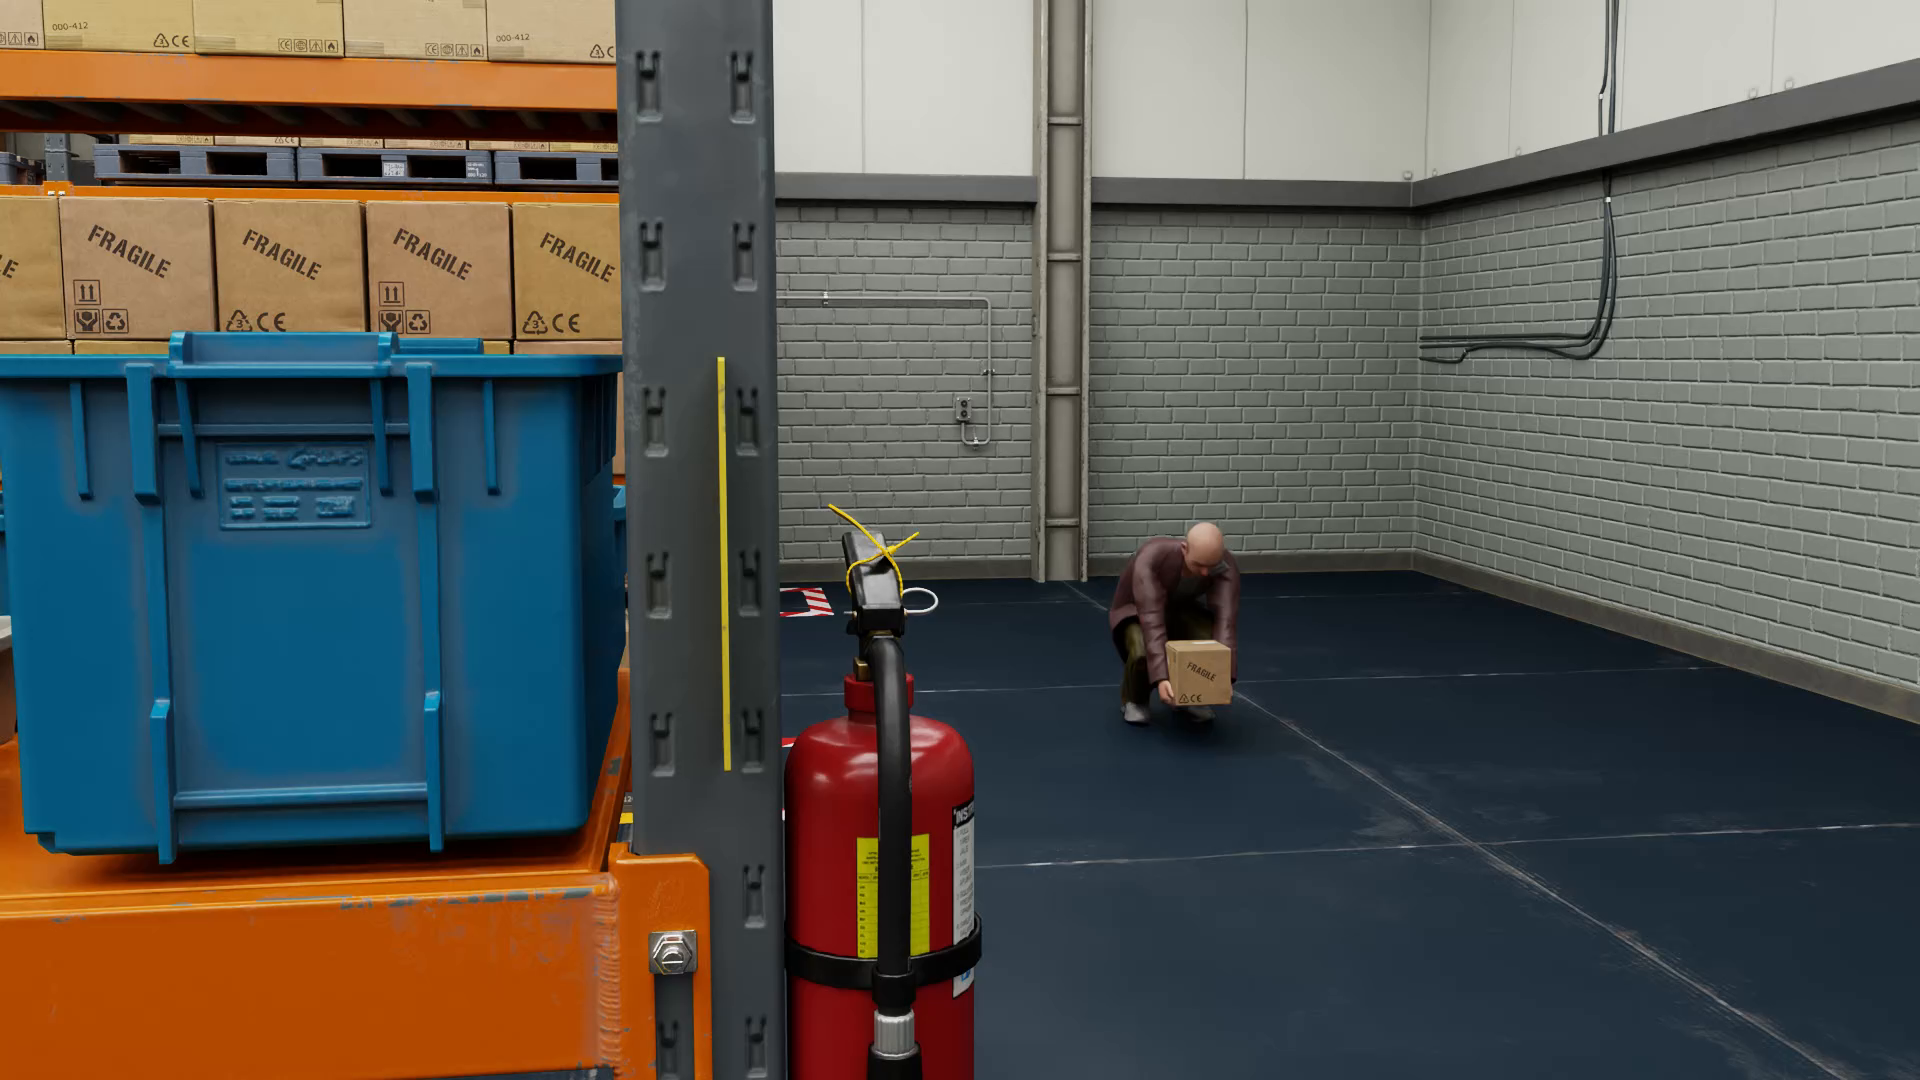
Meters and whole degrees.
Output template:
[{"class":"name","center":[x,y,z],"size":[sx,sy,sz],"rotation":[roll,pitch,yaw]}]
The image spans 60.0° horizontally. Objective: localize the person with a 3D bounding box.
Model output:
[{"class":"person","center":[1.013,0.397,7.836],"size":[0.577,0.979,0.940],"rotation":[-1,6,-10]}]
